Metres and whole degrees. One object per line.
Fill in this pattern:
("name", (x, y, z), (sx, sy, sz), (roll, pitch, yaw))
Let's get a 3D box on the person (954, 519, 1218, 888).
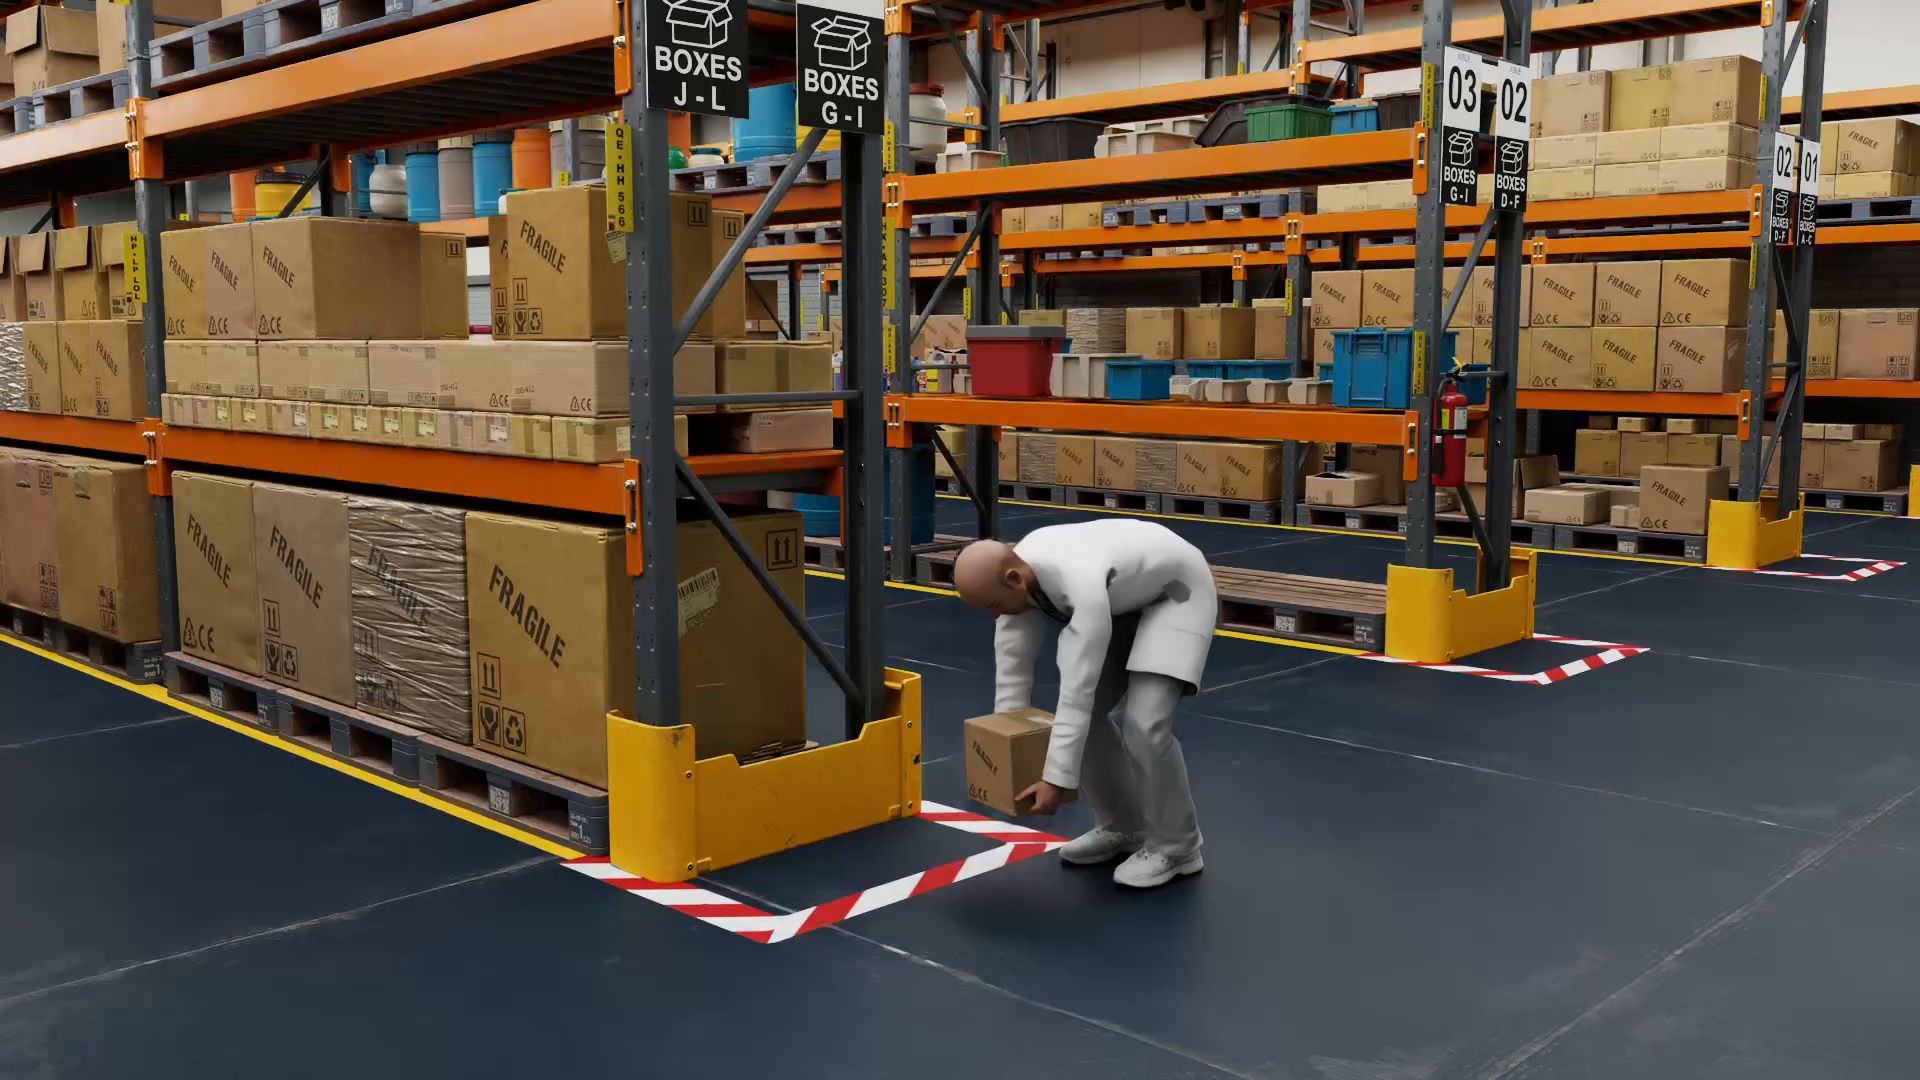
("person", (0.383, 0.515, 5.217), (0.948, 1.140, 0.569), (-5, 8, -34))
